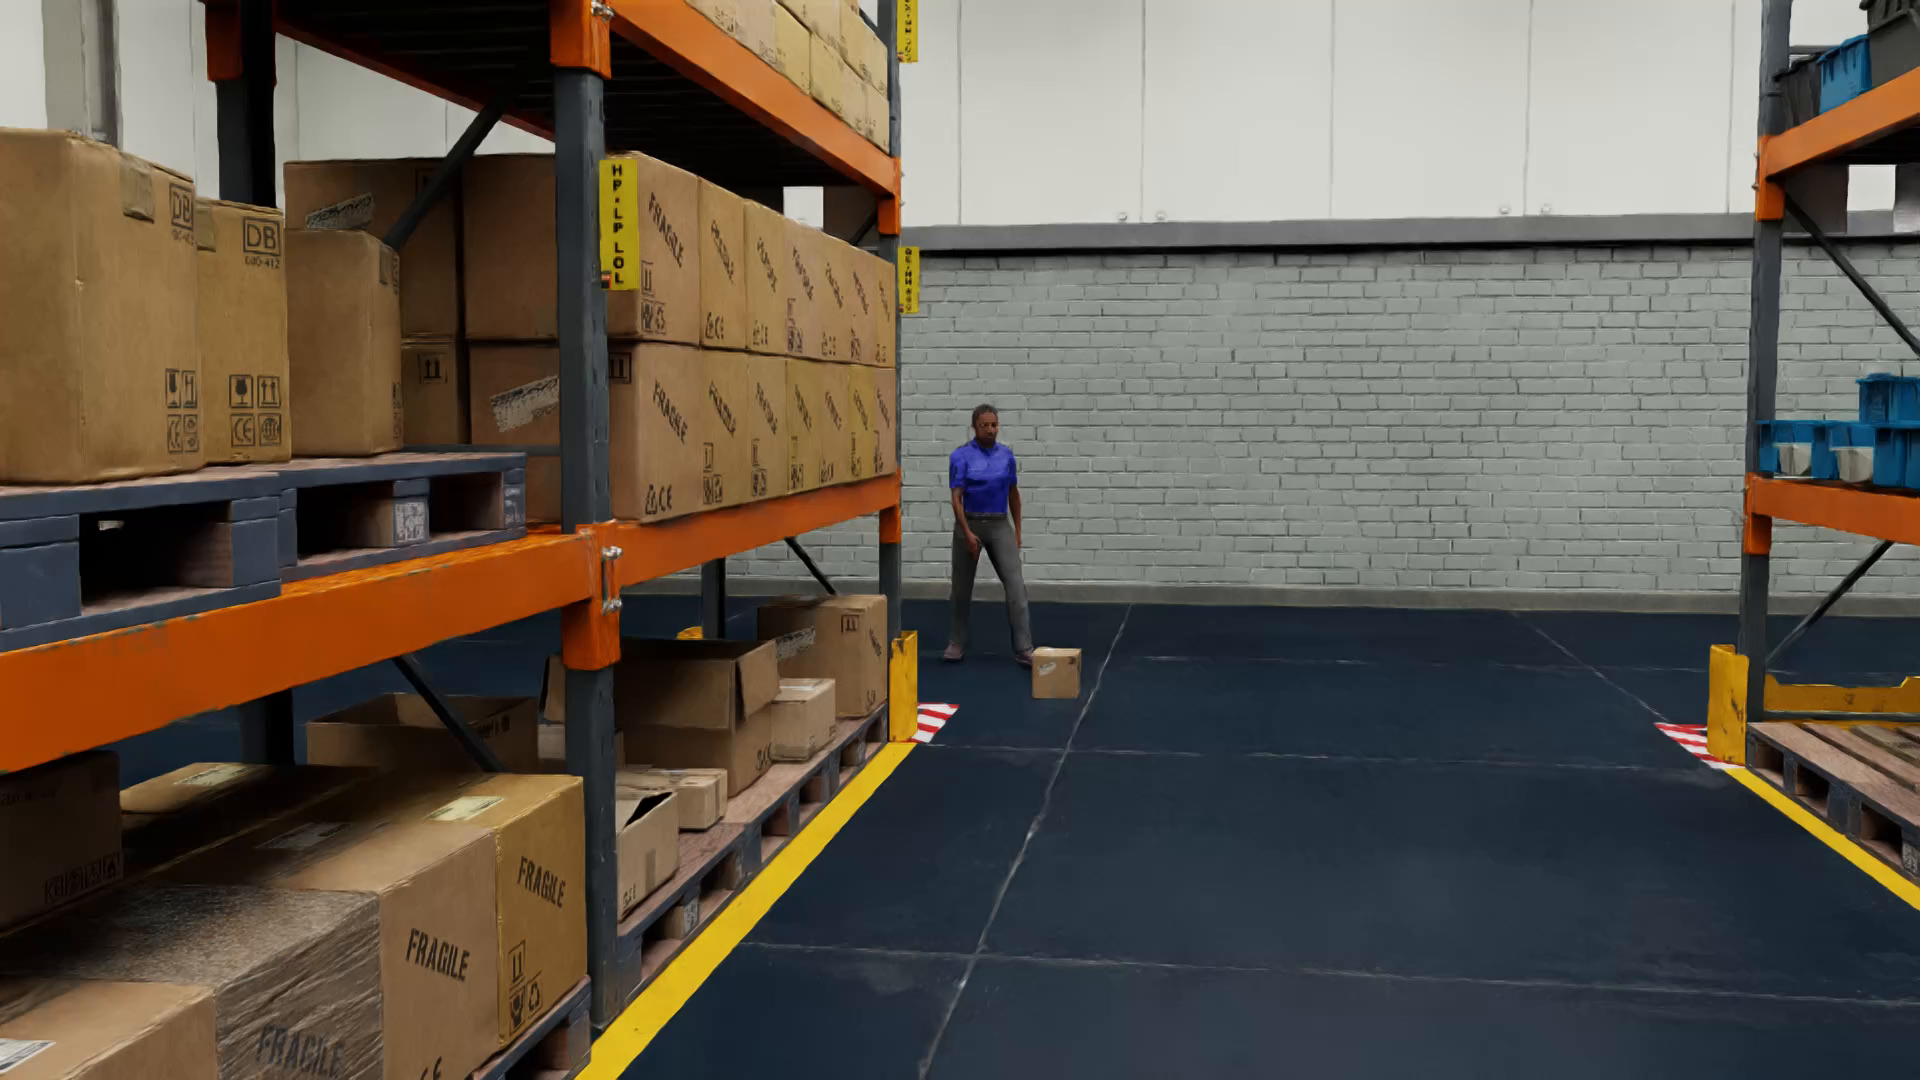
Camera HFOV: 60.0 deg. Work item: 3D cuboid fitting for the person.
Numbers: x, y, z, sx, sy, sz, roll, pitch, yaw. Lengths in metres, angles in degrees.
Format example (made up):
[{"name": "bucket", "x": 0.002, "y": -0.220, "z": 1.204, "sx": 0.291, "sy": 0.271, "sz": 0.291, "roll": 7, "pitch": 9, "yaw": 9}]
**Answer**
[{"name": "person", "x": 0.203, "y": -0.044, "z": 10.449, "sx": 0.578, "sy": 1.626, "sz": 0.686, "roll": -1, "pitch": 5, "yaw": -14}]
